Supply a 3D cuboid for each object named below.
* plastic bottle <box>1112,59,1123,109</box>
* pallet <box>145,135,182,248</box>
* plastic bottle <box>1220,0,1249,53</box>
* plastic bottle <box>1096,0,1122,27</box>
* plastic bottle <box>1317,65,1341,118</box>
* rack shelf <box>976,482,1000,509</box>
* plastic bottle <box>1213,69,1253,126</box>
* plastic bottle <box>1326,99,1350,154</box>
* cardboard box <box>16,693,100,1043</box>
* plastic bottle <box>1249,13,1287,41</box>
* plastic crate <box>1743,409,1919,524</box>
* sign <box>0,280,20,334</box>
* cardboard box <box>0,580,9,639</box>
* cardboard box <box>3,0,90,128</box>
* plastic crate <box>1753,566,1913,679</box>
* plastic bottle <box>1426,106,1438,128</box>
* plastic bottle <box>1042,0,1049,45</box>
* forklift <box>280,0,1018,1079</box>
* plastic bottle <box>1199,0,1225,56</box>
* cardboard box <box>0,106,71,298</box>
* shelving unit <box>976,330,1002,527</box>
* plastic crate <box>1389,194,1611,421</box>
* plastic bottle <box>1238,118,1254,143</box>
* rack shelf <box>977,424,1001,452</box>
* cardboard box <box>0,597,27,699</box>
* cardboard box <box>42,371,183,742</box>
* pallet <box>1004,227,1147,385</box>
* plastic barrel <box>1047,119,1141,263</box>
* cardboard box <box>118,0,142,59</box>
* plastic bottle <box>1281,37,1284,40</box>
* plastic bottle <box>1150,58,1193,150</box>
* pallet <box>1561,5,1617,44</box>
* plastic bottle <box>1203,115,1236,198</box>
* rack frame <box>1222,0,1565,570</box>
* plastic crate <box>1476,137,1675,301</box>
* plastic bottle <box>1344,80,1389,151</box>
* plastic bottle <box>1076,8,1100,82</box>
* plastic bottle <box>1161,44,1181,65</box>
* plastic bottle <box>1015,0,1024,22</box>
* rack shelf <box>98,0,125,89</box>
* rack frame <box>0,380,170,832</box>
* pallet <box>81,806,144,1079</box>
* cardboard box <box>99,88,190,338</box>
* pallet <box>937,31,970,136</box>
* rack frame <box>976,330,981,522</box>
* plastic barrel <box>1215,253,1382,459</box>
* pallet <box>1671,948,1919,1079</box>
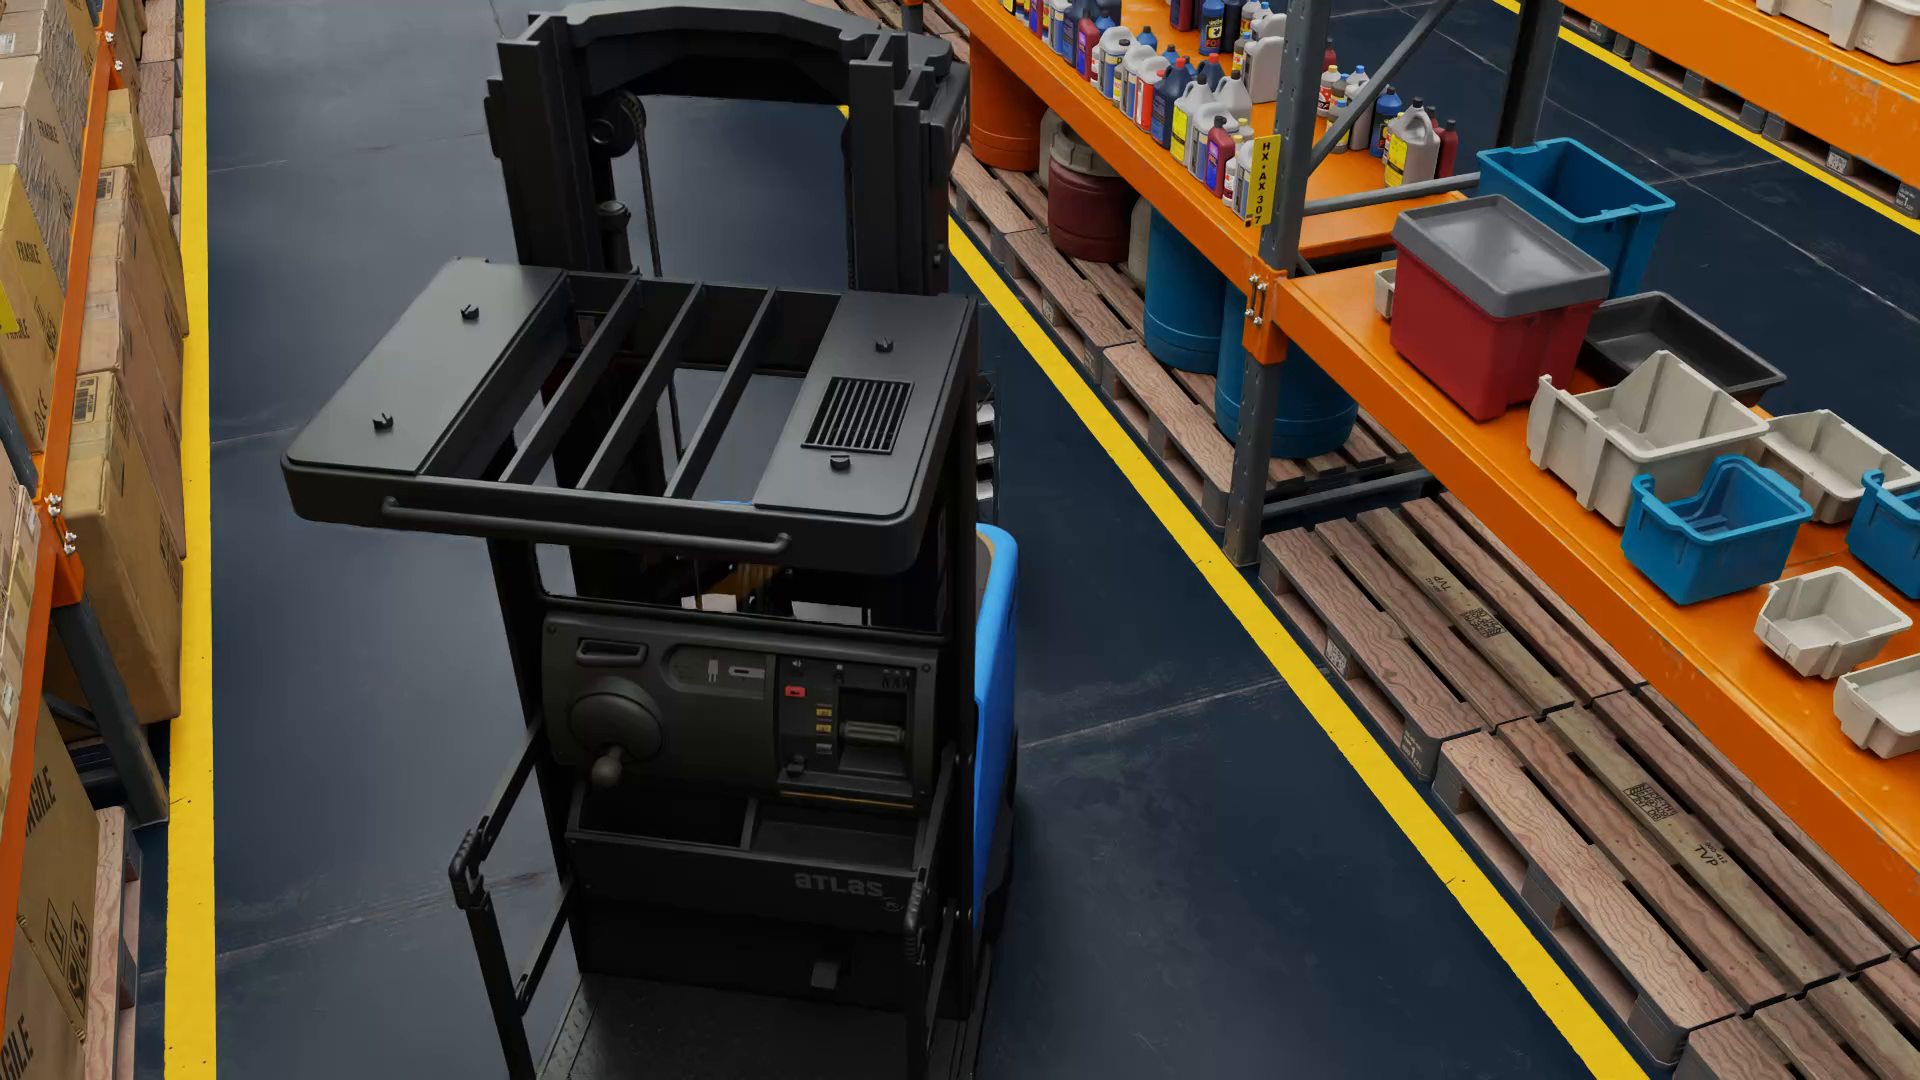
[{"bbox_3d":[0.693,-1.921,6.972,0.097,0.201,0.097,0,37,0],"label":"plastic bottle"},{"bbox_3d":[-4.751,-1.779,8.937,1.003,0.211,1.213,-12,39,-16],"label":"pallet"},{"bbox_3d":[1.225,-2.393,7.475,0.144,0.351,0.185,-12,39,-16],"label":"plastic bottle"},{"bbox_3d":[0.637,-2.379,7.456,0.144,0.351,0.185,-12,39,-16],"label":"plastic bottle"},{"bbox_3d":[1.534,-1.866,6.899,0.097,0.201,0.097,0,37,0],"label":"plastic bottle"},{"bbox_3d":[0.003,-0.184,6.602,0.258,0.077,0.200,-12,39,-16],"label":"rack shelf"},{"bbox_3d":[1.055,-1.679,6.527,0.144,0.351,0.185,-12,39,-16],"label":"plastic bottle"},{"bbox_3d":[1.505,-1.649,6.611,0.097,0.201,0.097,0,37,0],"label":"plastic bottle"},{"bbox_3d":[-2.955,0.879,4.507,0.875,0.875,0.875,-12,39,-16],"label":"cardboard box"},{"bbox_3d":[1.343,-2.162,7.230,0.152,0.276,0.135,-12,39,-16],"label":"plastic bottle"},{"bbox_3d":[2.425,-0.214,4.711,0.293,0.136,0.466,-12,39,-16],"label":"plastic crate"},{"bbox_3d":[-2.587,-0.685,4.381,0.100,0.325,0.005,-12,39,-16],"label":"sign"},{"bbox_3d":[-2.529,0.236,3.821,0.500,0.250,0.500,-11,38,-15],"label":"cardboard box"},{"bbox_3d":[-3.915,-1.981,6.804,0.500,0.500,0.500,-13,39,-16],"label":"cardboard box"},{"bbox_3d":[2.145,0.218,4.136,0.298,0.136,0.250,-12,39,-16],"label":"plastic crate"},{"bbox_3d":[1.772,-1.541,6.400,0.061,0.283,0.133,-12,39,-16],"label":"plastic bottle"},{"bbox_3d":[0.424,-2.390,7.537,0.097,0.271,0.097,0,37,0],"label":"plastic bottle"},{"bbox_3d":[-0.546,0.474,3.685,1.130,2.935,3.031,5,37,7],"label":"forklift"},{"bbox_3d":[1.127,-2.312,7.433,0.097,0.271,0.097,0,37,0],"label":"plastic bottle"},{"bbox_3d":[-3.377,-1.110,5.647,0.500,0.500,0.500,-13,39,-17],"label":"cardboard box"},{"bbox_3d":[0.003,-0.355,6.473,0.258,0.900,0.210,-12,39,-16],"label":"shelving unit"},{"bbox_3d":[1.615,-0.710,5.097,0.402,0.464,0.583,-12,39,-16],"label":"plastic crate"},{"bbox_3d":[1.089,-1.536,6.462,0.097,0.201,0.097,0,37,0],"label":"plastic bottle"},{"bbox_3d":[0.003,-0.400,6.439,0.258,0.077,0.200,-12,39,-16],"label":"rack shelf"},{"bbox_3d":[-2.518,0.303,4.063,0.380,0.149,0.250,-13,39,-17],"label":"cardboard box"},{"bbox_3d":[-3.346,0.132,5.499,1.225,0.875,0.875,-12,39,-16],"label":"cardboard box"},{"bbox_3d":[0.893,-1.238,8.218,1.003,0.211,1.213,-12,39,-16],"label":"pallet"},{"bbox_3d":[0.740,-1.771,8.263,0.600,0.588,0.708,-12,39,-16],"label":"plastic barrel"},{"bbox_3d":[-5.523,-3.264,10.302,0.700,0.500,0.500,-13,39,-16],"label":"cardboard box"},{"bbox_3d":[1.423,-2.031,7.056,0.152,0.276,0.135,-12,39,-16],"label":"plastic bottle"},{"bbox_3d":[0.856,-1.753,6.626,0.144,0.351,0.185,-12,39,-16],"label":"plastic bottle"},{"bbox_3d":[4.572,-3.860,11.699,1.003,0.211,1.213,-12,39,-16],"label":"pallet"},{"bbox_3d":[0.981,-1.448,6.276,0.061,0.283,0.133,-12,39,-16],"label":"plastic bottle"},{"bbox_3d":[1.543,-1.217,5.873,1.000,3.000,0.127,-12,39,-16],"label":"rack frame"},{"bbox_3d":[2.024,-1.042,5.603,0.392,0.384,0.575,-12,39,-16],"label":"plastic crate"},{"bbox_3d":[1.616,-1.715,6.636,0.152,0.276,0.135,-12,39,-16],"label":"plastic bottle"},{"bbox_3d":[0.556,-2.146,7.203,0.061,0.283,0.133,-12,39,-16],"label":"plastic bottle"},{"bbox_3d":[0.869,-1.925,6.920,0.097,0.271,0.097,0,37,0],"label":"plastic bottle"},{"bbox_3d":[0.311,-2.576,7.784,0.097,0.271,0.097,0,37,0],"label":"plastic bottle"},{"bbox_3d":[-5.172,-3.294,9.228,1.077,0.370,4.000,-12,39,-16],"label":"rack shelf"},{"bbox_3d":[-3.107,-0.192,4.511,1.000,3.000,0.127,-12,39,-16],"label":"rack frame"},{"bbox_3d":[-2.919,1.368,4.759,1.003,0.211,1.213,-12,39,-16],"label":"pallet"},{"bbox_3d":[-4.266,-1.376,7.501,1.225,0.875,0.875,-14,39,-18],"label":"cardboard box"},{"bbox_3d":[-0.064,-2.809,10.303,1.003,0.211,1.213,-12,39,-16],"label":"pallet"},{"bbox_3d":[-0.032,-0.412,6.549,0.240,0.900,0.006,-12,39,-16],"label":"rack frame"},{"bbox_3d":[1.372,-0.858,6.791,0.600,0.901,0.708,-12,39,-16],"label":"plastic barrel"},{"bbox_3d":[2.672,1.682,4.341,1.003,0.211,1.213,-12,39,-16],"label":"pallet"}]
